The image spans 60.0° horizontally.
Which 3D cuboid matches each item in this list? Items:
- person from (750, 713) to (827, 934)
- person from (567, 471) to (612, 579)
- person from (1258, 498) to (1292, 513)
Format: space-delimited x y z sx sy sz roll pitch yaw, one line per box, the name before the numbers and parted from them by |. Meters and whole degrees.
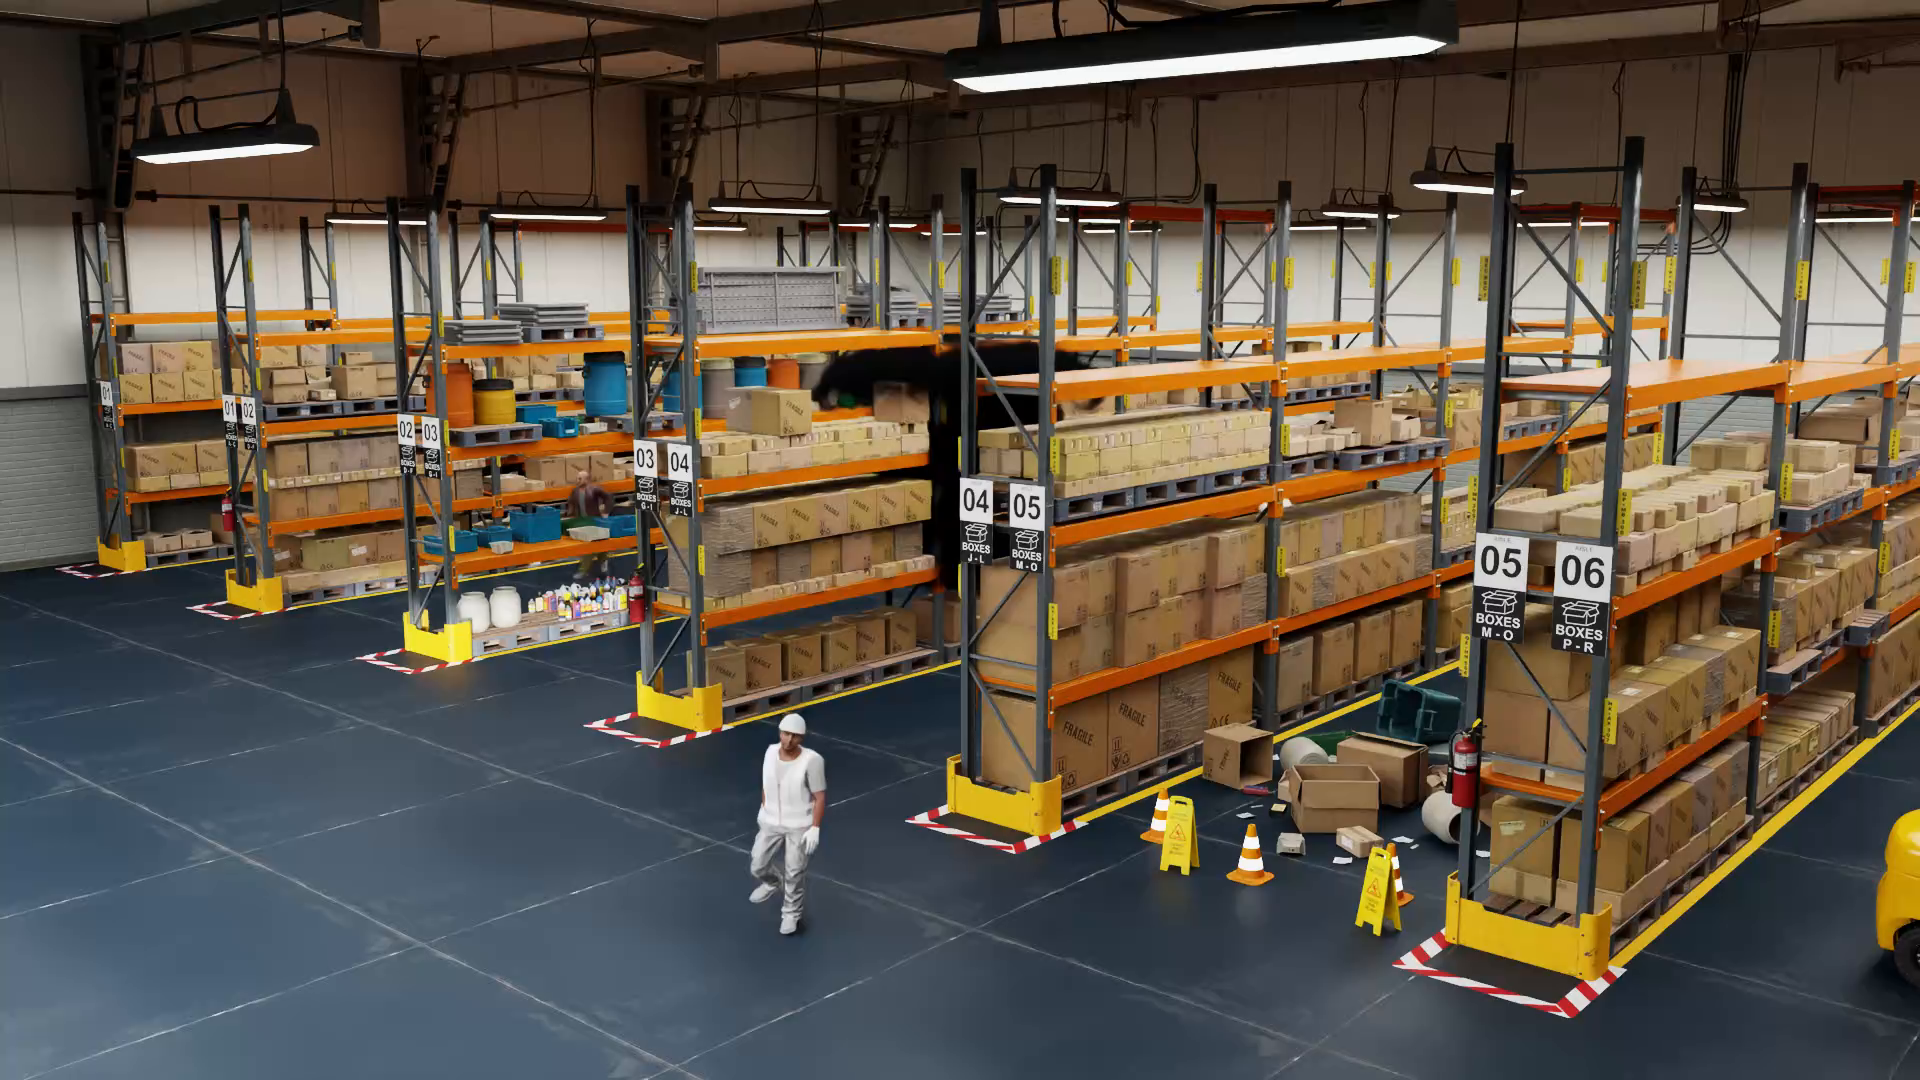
person | -1.357 2.177 12.954 0.778 1.736 0.590 4 10 21
person | -6.113 -0.279 27.376 0.678 1.742 1.046 5 11 26
person | 4.694 -0.038 25.138 0.674 1.823 0.726 7 12 35
